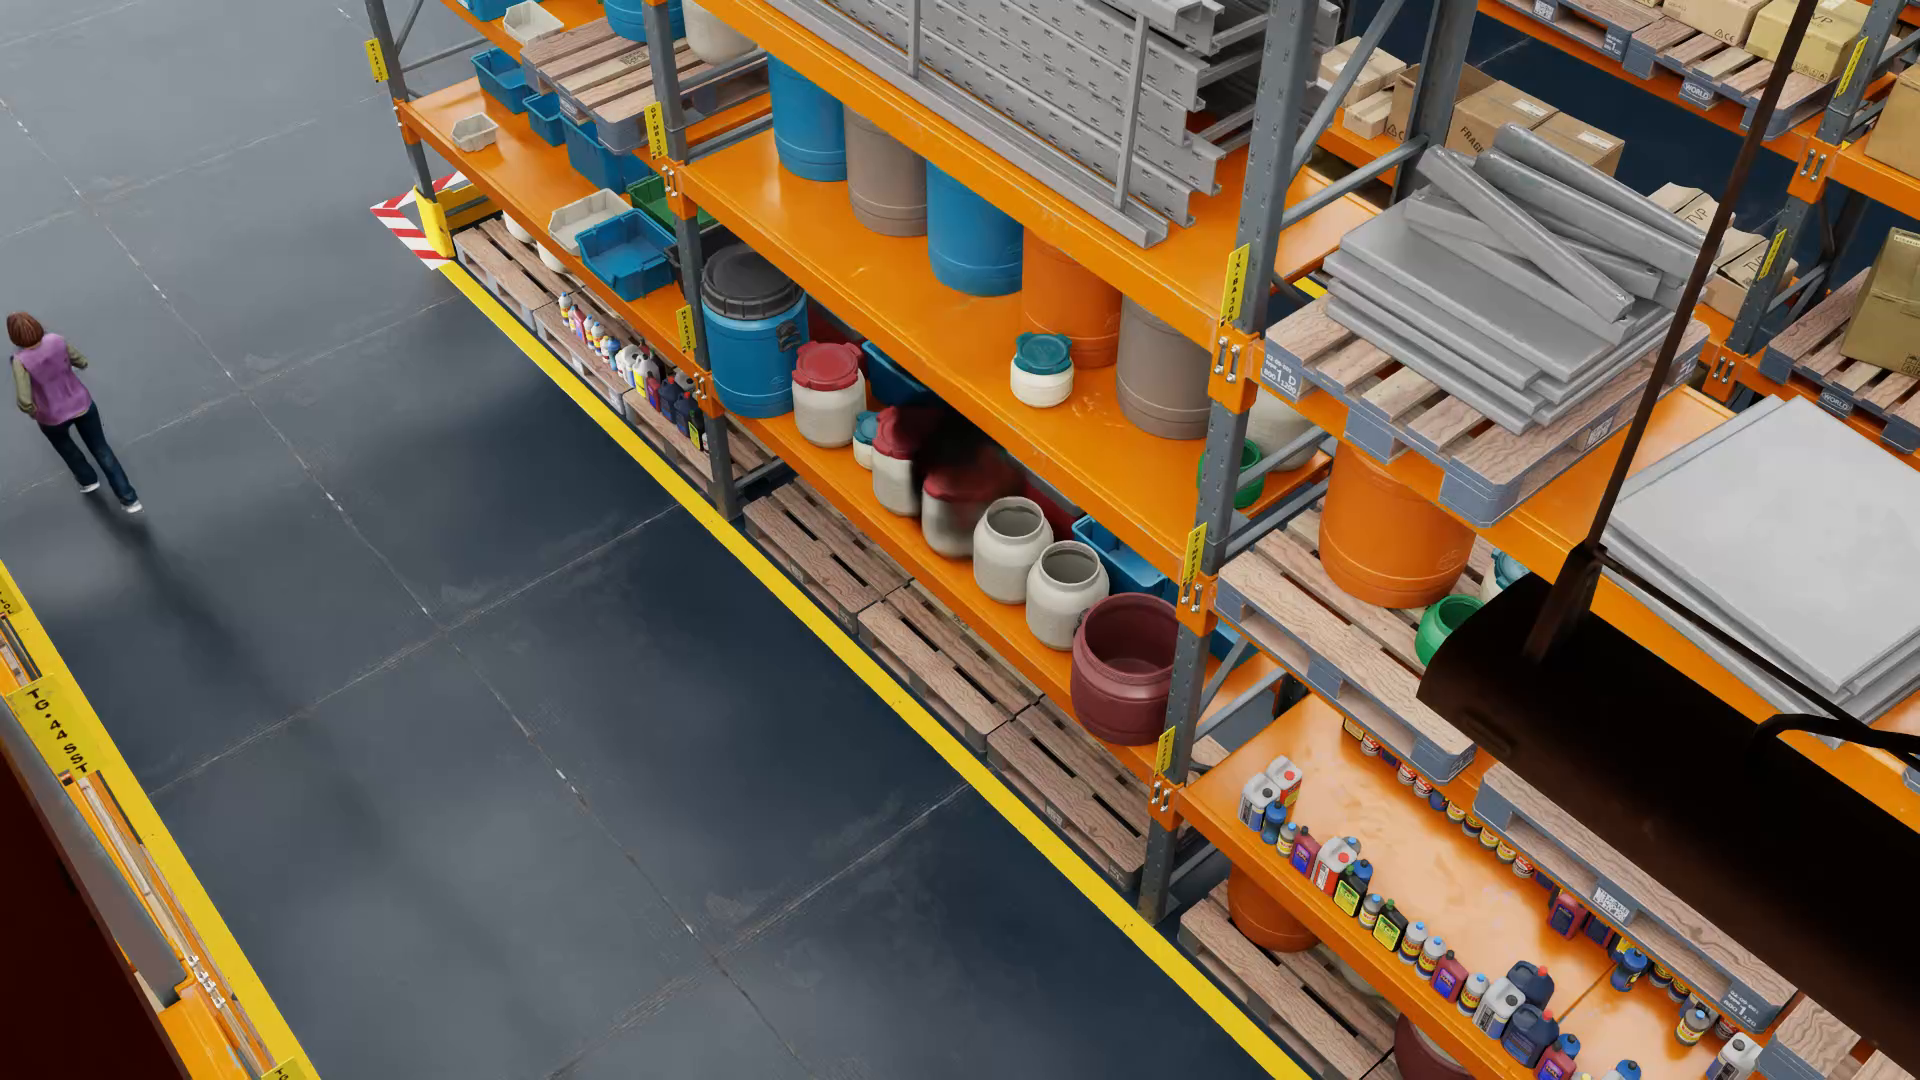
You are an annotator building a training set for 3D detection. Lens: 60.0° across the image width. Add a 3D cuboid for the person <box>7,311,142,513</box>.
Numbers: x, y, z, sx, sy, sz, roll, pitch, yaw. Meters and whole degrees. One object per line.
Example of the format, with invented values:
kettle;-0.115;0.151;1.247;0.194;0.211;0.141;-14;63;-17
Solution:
person;-5.693;-0.797;10.618;0.709;1.634;0.523;35;56;29
